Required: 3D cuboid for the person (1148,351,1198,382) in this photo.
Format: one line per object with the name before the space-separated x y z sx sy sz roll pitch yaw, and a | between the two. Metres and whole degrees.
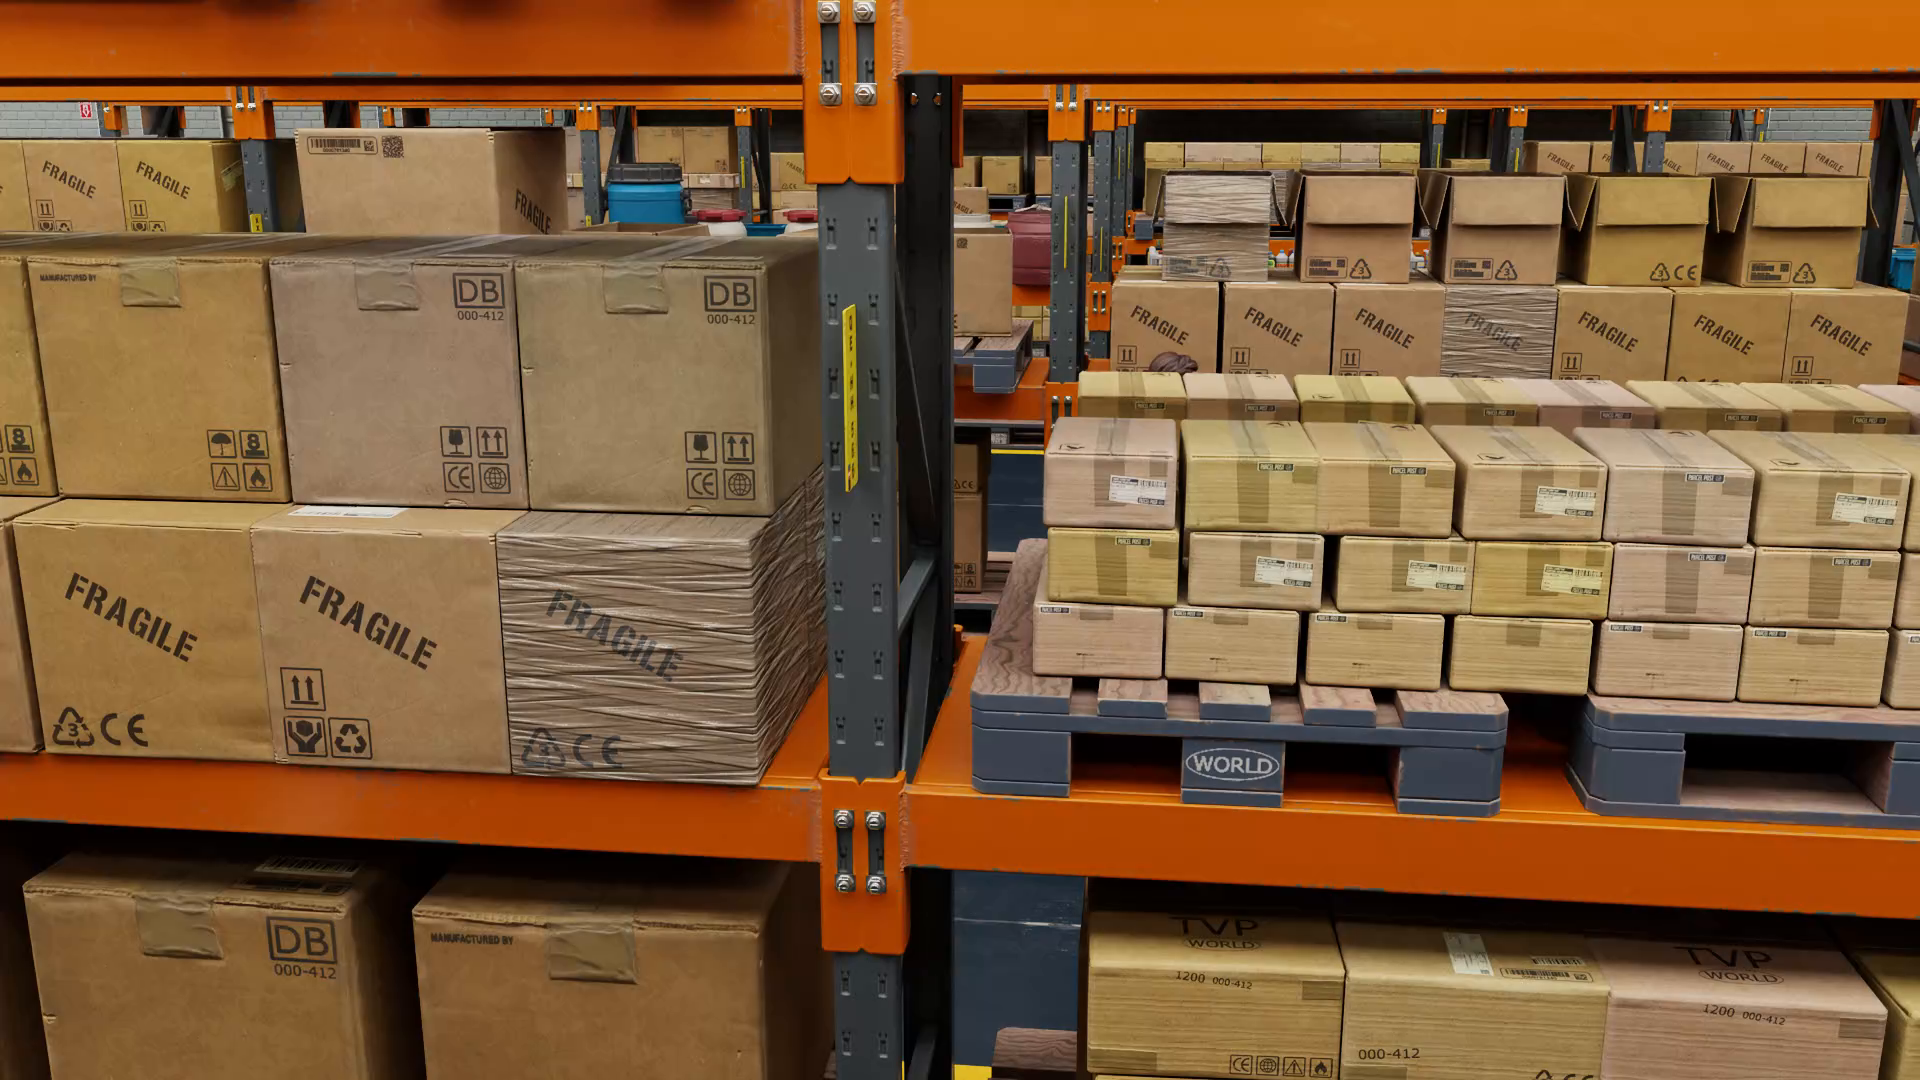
person | 0.815 0.076 6.716 0.417 1.671 0.519 1 14 3
